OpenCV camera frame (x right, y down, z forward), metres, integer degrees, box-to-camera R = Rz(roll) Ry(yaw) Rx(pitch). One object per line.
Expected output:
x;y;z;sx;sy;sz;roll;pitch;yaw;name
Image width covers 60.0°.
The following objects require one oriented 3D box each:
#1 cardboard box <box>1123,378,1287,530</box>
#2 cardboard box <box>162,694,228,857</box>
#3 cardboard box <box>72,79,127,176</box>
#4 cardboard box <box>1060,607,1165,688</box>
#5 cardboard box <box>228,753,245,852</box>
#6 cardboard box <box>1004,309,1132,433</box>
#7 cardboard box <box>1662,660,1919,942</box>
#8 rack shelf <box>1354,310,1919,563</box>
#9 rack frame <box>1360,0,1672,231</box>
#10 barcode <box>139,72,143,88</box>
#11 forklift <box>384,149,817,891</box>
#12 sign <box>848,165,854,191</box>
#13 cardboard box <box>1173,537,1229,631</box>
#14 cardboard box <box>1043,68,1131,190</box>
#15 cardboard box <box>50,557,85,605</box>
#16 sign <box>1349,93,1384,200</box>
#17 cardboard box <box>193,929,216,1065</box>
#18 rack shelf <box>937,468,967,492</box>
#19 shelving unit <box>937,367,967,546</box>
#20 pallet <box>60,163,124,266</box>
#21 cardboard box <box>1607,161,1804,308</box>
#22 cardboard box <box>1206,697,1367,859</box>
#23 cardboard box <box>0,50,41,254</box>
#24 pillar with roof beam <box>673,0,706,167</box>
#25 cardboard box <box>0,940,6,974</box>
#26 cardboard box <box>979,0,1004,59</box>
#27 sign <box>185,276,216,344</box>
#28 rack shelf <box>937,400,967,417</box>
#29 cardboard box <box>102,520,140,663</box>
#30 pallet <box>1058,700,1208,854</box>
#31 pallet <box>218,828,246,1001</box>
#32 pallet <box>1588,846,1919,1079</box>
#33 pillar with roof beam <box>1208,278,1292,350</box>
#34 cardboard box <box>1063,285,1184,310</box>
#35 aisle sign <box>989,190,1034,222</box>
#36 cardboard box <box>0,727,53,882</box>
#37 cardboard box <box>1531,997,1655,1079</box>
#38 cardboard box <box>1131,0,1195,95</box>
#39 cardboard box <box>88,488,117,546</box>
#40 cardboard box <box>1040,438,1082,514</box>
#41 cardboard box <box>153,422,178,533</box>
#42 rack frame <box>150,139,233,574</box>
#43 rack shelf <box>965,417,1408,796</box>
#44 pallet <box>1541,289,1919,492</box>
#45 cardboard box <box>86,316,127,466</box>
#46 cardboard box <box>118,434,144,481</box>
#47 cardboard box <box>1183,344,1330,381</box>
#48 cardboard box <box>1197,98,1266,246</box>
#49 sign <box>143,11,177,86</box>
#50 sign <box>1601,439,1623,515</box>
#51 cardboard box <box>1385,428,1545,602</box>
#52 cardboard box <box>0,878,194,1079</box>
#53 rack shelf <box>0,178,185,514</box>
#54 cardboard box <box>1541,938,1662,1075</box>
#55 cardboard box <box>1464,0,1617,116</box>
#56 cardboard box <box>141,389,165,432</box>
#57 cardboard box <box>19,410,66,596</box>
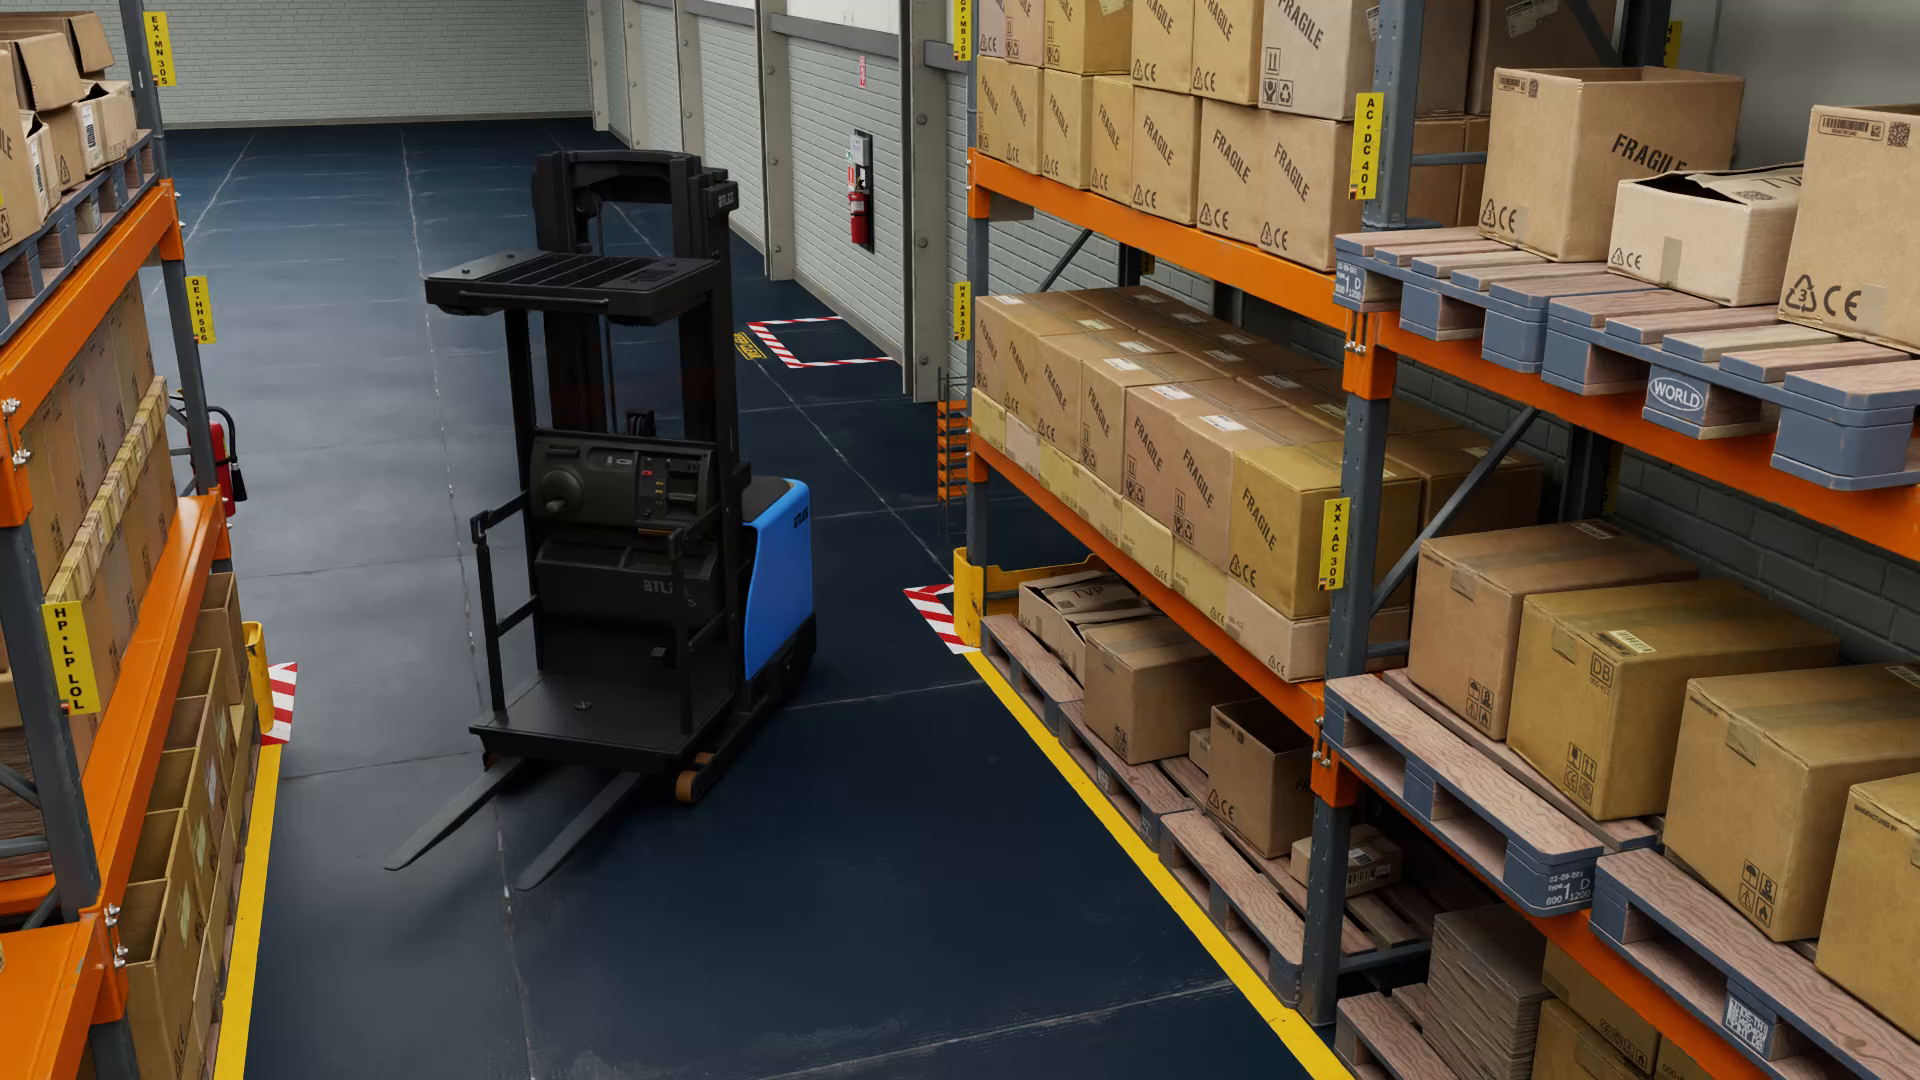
1.036;-0.370;7.093;0.500;0.500;0.500;-7;21;-19;cardboard box
-3.235;0.970;6.615;0.500;0.500;0.500;-6;21;-17;cardboard box
-3.384;-1.507;6.041;0.500;0.311;0.500;-4;20;-11;cardboard box
0.842;0.552;8.770;0.500;0.311;0.500;-5;20;-13;cardboard box
-3.394;1.163;7.188;0.500;0.250;0.500;-6;21;-17;cardboard box
0.542;-0.868;8.479;0.500;0.500;0.500;-6;21;-17;cardboard box
2.321;0.663;4.333;0.700;0.500;0.500;-4;20;-10;cardboard box
2.417;-0.069;3.798;1.077;0.370;4.000;-6;21;-17;rack shelf
1.788;-2.461;4.956;1.000;3.000;0.127;-6;21;-17;rack frame
-3.618;-2.033;7.343;0.001;0.075;0.075;-6;21;-17;barcode
-1.692;-0.264;7.816;1.130;2.935;3.031;5;20;14;forklift
-1.130;-3.716;17.272;0.001;0.329;0.234;-6;21;-17;sign
1.203;0.143;6.773;0.500;0.250;0.500;-6;21;-17;cardboard box
0.701;-1.913;7.691;0.500;0.500;0.500;-5;20;-15;cardboard box
-3.059;0.184;5.360;0.380;0.149;0.250;-7;21;-18;cardboard box
1.275;-1.232;5.208;0.100;0.325;0.005;-6;21;-17;sign
-2.924;1.644;5.847;0.500;0.250;0.500;-6;21;-17;cardboard box
-0.005;-0.415;11.282;0.258;0.103;0.180;-6;21;-17;rack shelf
-0.005;-0.569;11.227;0.258;1.200;0.189;-6;21;-17;shelving unit
-3.586;-1.142;5.852;1.003;0.211;1.213;-6;21;-17;pallet
2.078;-0.823;4.345;0.500;0.311;0.500;-6;21;-15;cardboard box
1.424;1.003;7.234;0.500;0.500;0.500;-8;21;-21;cardboard box
-2.821;-1.022;4.411;0.500;0.500;0.500;-5;20;-13;cardboard box
-8.172;-8.931;22.968;9.100;9.000;0.400;-6;21;-17;pillar with roof beam
-2.717;1.114;4.100;0.500;0.250;0.500;-5;20;-14;cardboard box
0.422;-2.710;8.431;0.500;0.500;0.500;-8;21;-21;cardboard box
-3.651;-1.103;7.987;0.100;0.325;0.005;-6;21;-17;sign
-0.005;-0.866;11.120;0.258;0.103;0.180;-6;21;-17;rack shelf
-3.547;0.207;6.255;0.700;0.500;0.500;-6;21;-16;cardboard box
1.156;1.071;8.123;1.003;0.211;1.213;-6;21;-17;pallet
-3.511;1.550;6.787;1.003;0.211;1.213;-6;21;-17;pallet
2.384;1.105;4.185;1.003;0.211;1.213;-6;21;-17;pallet
-2.515;-3.154;6.887;9.100;9.000;0.400;-6;21;-17;pillar with roof beam
0.881;-1.084;9.081;0.500;0.500;0.500;-7;21;-18;cardboard box
0.223;-2.136;9.080;0.394;0.787;0.004;-6;21;-17;aisle sign
-3.059;0.701;4.879;0.700;0.500;0.500;-7;21;-19;cardboard box
2.245;1.727;5.219;0.700;0.500;0.500;-7;21;-18;cardboard box
1.017;-2.049;6.591;0.500;0.500;0.500;-7;21;-19;cardboard box
-3.304;-0.066;6.055;0.380;0.149;0.250;-7;21;-18;cardboard box
0.714;-0.340;8.119;0.500;0.250;0.500;-7;21;-18;cardboard box
-4.036;-0.290;7.637;0.700;0.500;0.500;-6;21;-17;cardboard box
-4.171;-0.394;8.075;1.000;3.000;0.127;-6;21;-17;rack frame
1.160;0.059;7.878;1.077;0.370;4.000;-6;21;-17;rack shelf
2.210;-0.419;3.986;1.213;0.211;1.003;-6;21;-17;pallet
-3.690;-0.553;6.452;0.700;0.500;0.500;-6;21;-17;cardboard box
-3.546;-0.313;6.742;0.380;0.149;0.250;-6;21;-16;cardboard box
1.355;-0.595;7.717;0.500;0.500;0.500;-6;21;-16;cardboard box
1.248;-1.405;6.276;0.500;0.500;0.500;-8;21;-22;cardboard box
-3.651;-2.238;7.580;0.100;0.325;0.005;-6;21;-17;sign
2.314;-0.243;5.942;0.100;0.325;0.005;-6;21;-17;sign
1.839;-0.102;6.347;0.500;0.500;0.500;-7;21;-18;cardboard box
-2.762;1.451;5.275;0.500;0.500;0.500;-6;21;-17;cardboard box
-3.542;-0.825;5.903;1.077;0.370;4.000;-6;21;-17;rack shelf
2.177;1.354;5.146;0.500;0.250;0.500;-7;21;-18;cardboard box
1.905;-1.764;5.796;0.500;0.500;0.500;-6;21;-16;cardboard box
-3.786;-0.560;7.430;0.380;0.149;0.250;-6;21;-16;cardboard box
-3.219;-0.071;5.111;0.700;0.500;0.500;-6;21;-17;cardboard box
